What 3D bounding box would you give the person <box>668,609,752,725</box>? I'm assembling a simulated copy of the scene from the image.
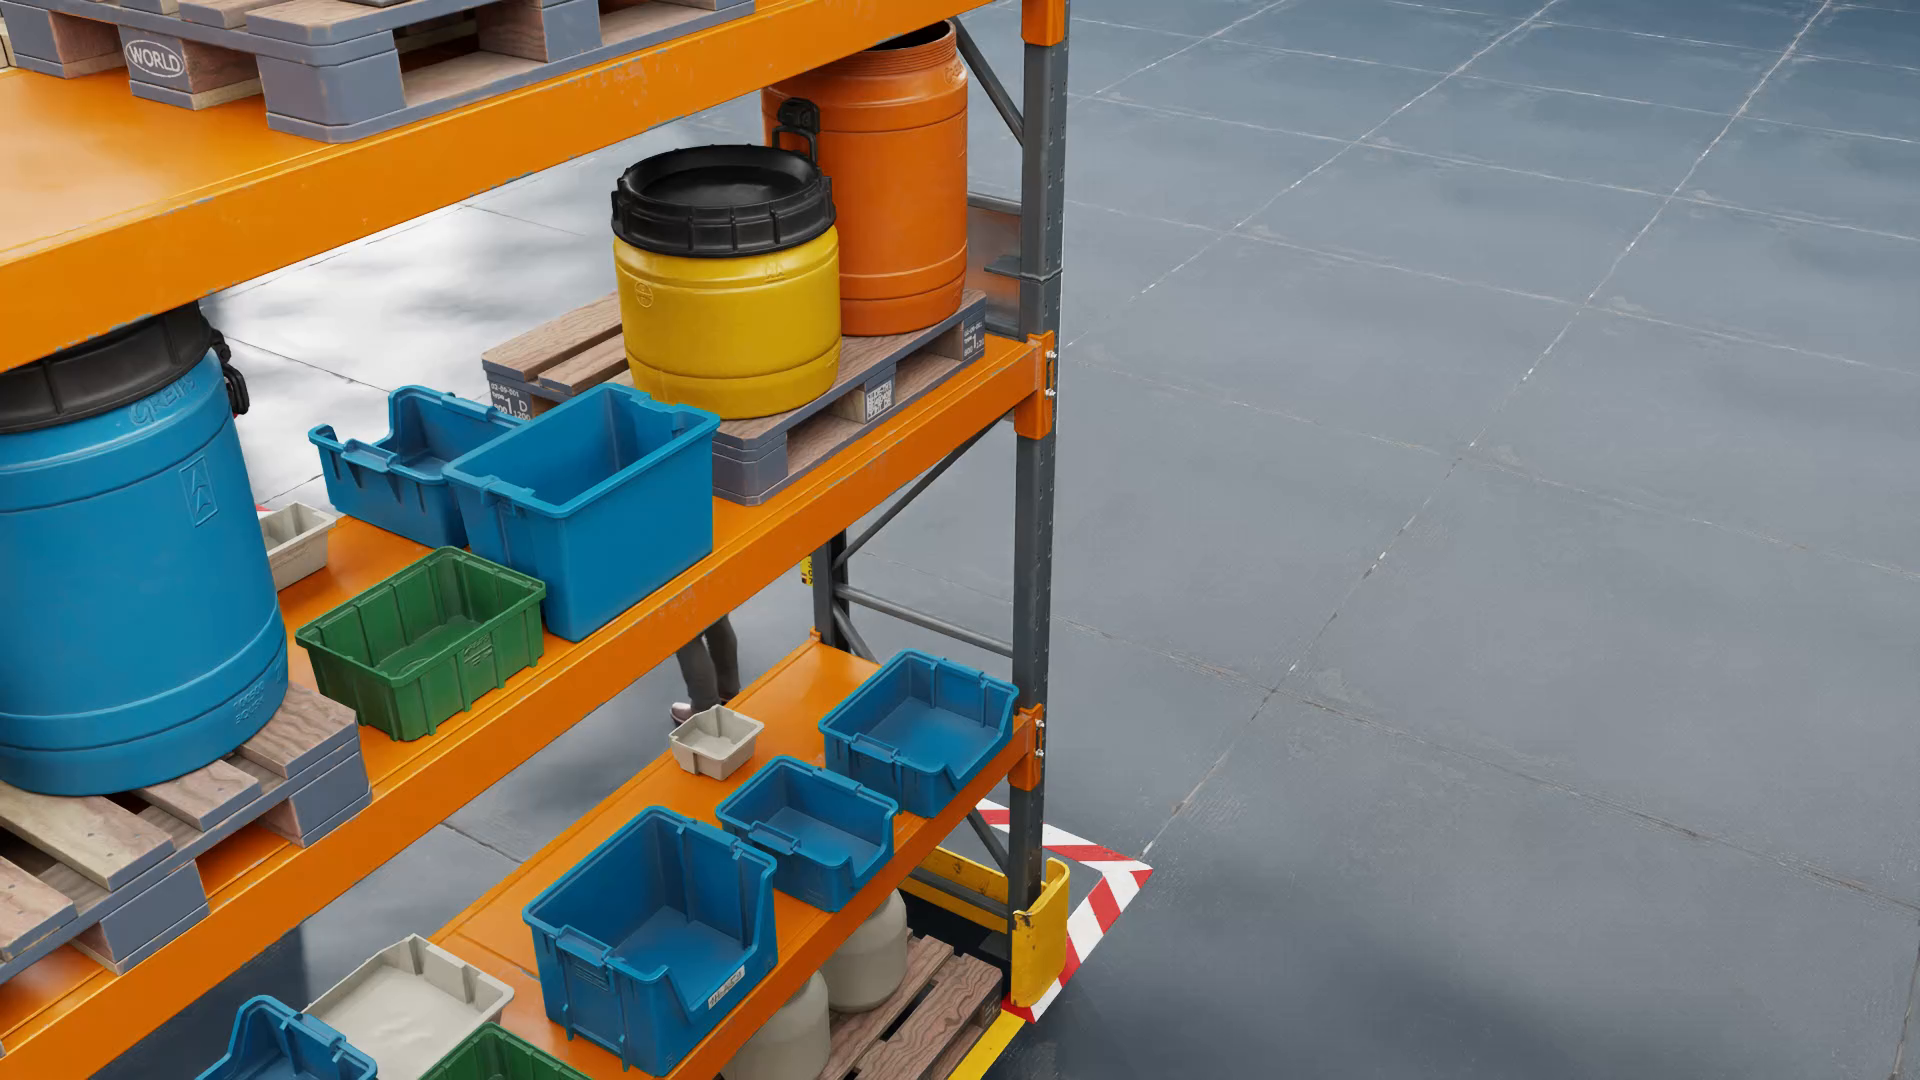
[{"bbox_3d":[-1.237,0.145,7.942,0.347,1.655,0.506,16,34,26],"label":"person"}]
